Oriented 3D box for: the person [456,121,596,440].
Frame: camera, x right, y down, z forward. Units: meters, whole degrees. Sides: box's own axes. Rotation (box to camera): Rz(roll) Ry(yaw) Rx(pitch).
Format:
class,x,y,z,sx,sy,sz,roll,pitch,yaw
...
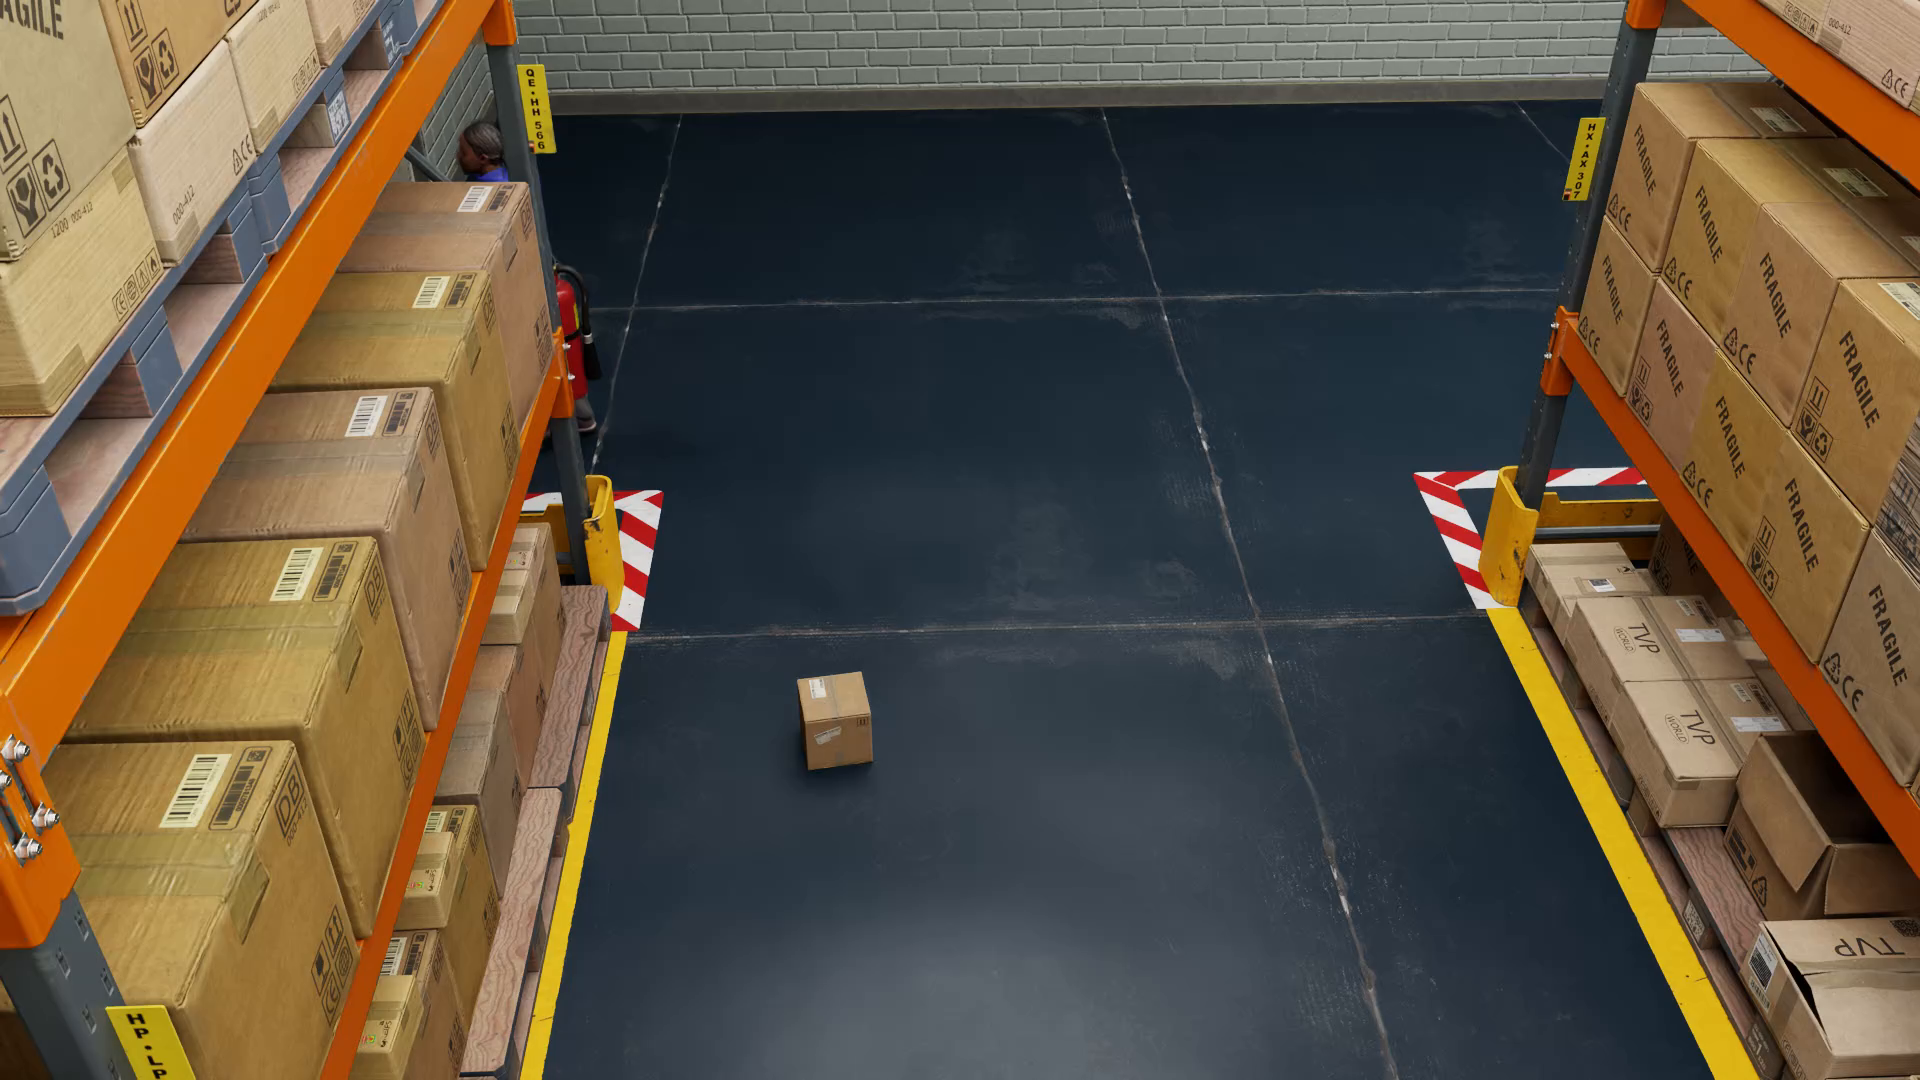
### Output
class,x,y,z,sx,sy,sz,roll,pitch,yaw
person,-2.063,-1.144,7.776,0.490,1.671,0.487,1,35,1
